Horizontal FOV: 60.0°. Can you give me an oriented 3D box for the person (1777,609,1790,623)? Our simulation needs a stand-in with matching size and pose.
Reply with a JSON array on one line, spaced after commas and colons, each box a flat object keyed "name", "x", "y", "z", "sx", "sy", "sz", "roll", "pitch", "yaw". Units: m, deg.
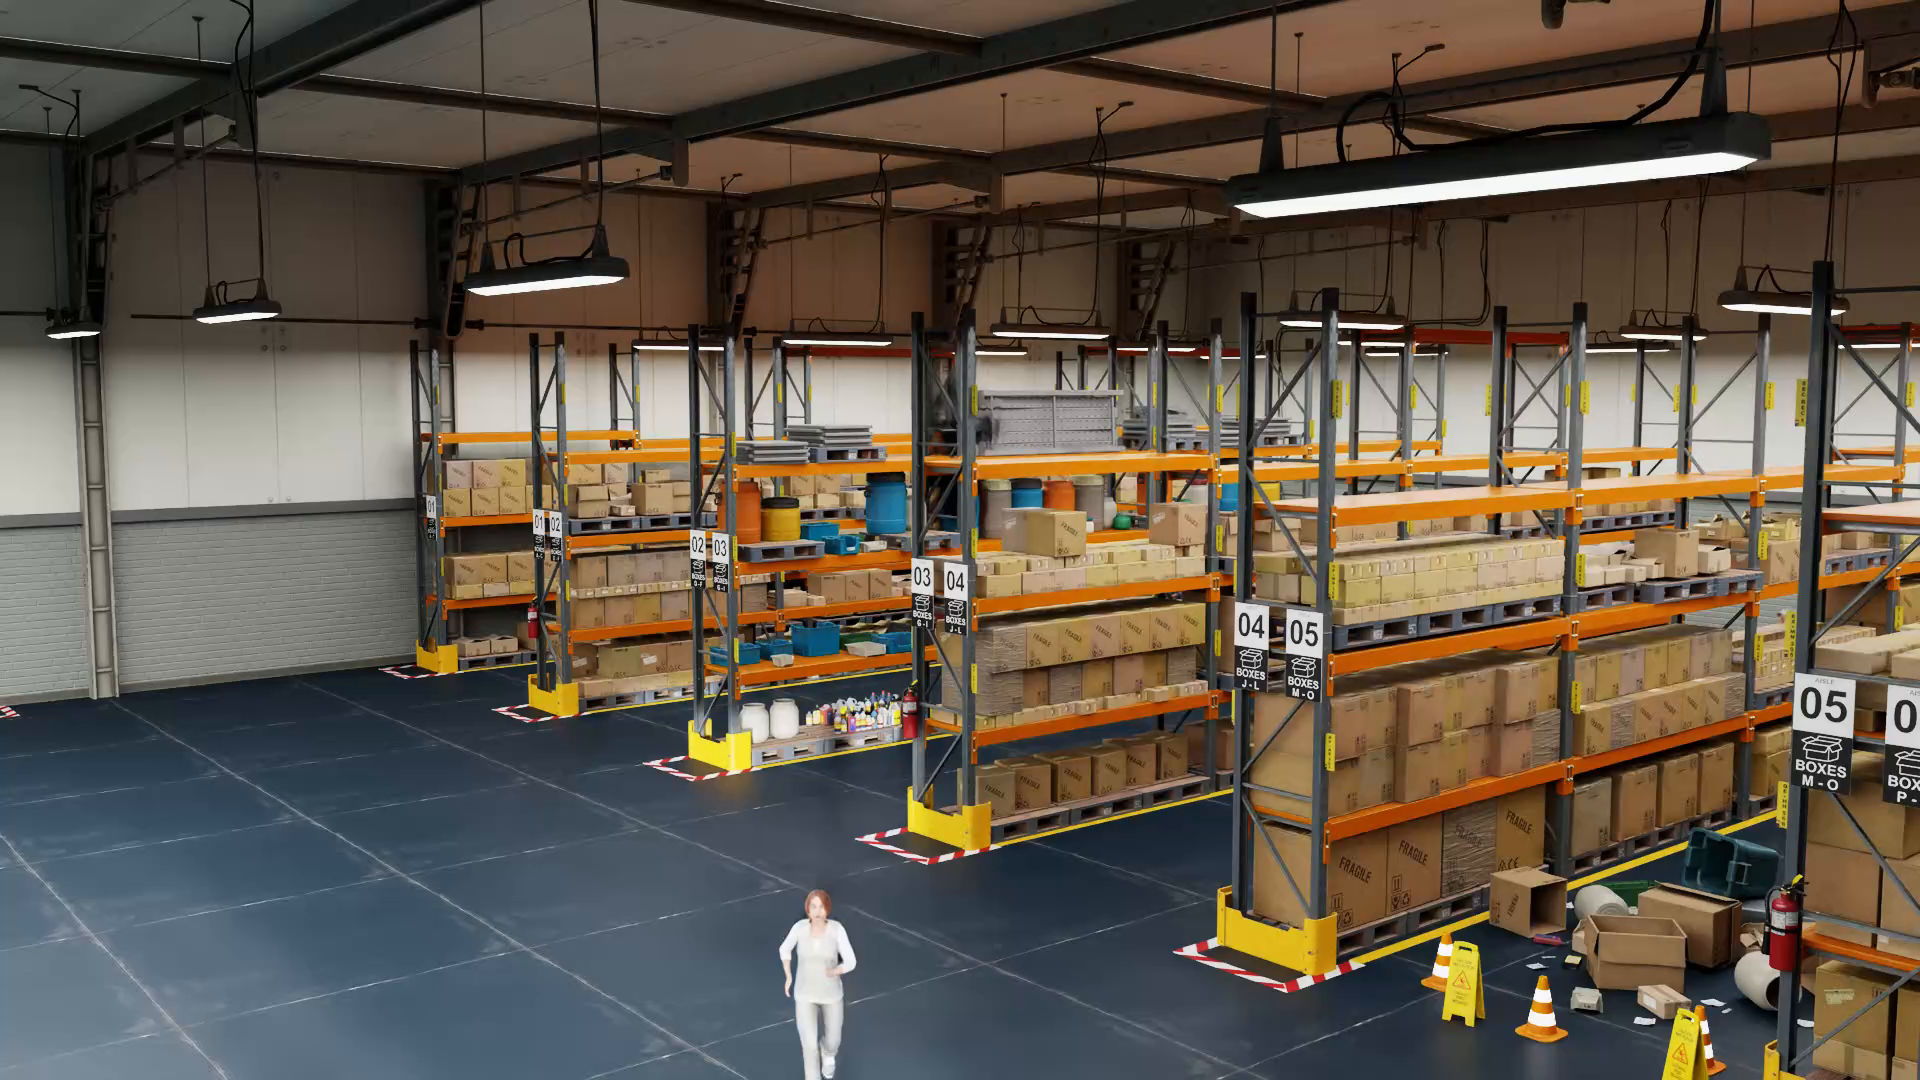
[{"name": "person", "x": 12.579, "y": 1.934, "z": 25.266, "sx": 0.885, "sy": 1.786, "sz": 0.679, "roll": -3, "pitch": 6, "yaw": -33}]

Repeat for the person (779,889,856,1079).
[{"name": "person", "x": -1.017, "y": 3.267, "z": 11.890, "sx": 0.545, "sy": 1.575, "sz": 0.864, "roll": -1, "pitch": 5, "yaw": -6}]

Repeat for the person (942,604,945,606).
[{"name": "person", "x": -0.074, "y": 1.391, "z": 28.330, "sx": 0.707, "sy": 1.745, "sz": 0.612, "roll": 5, "pitch": 7, "yaw": 41}]
